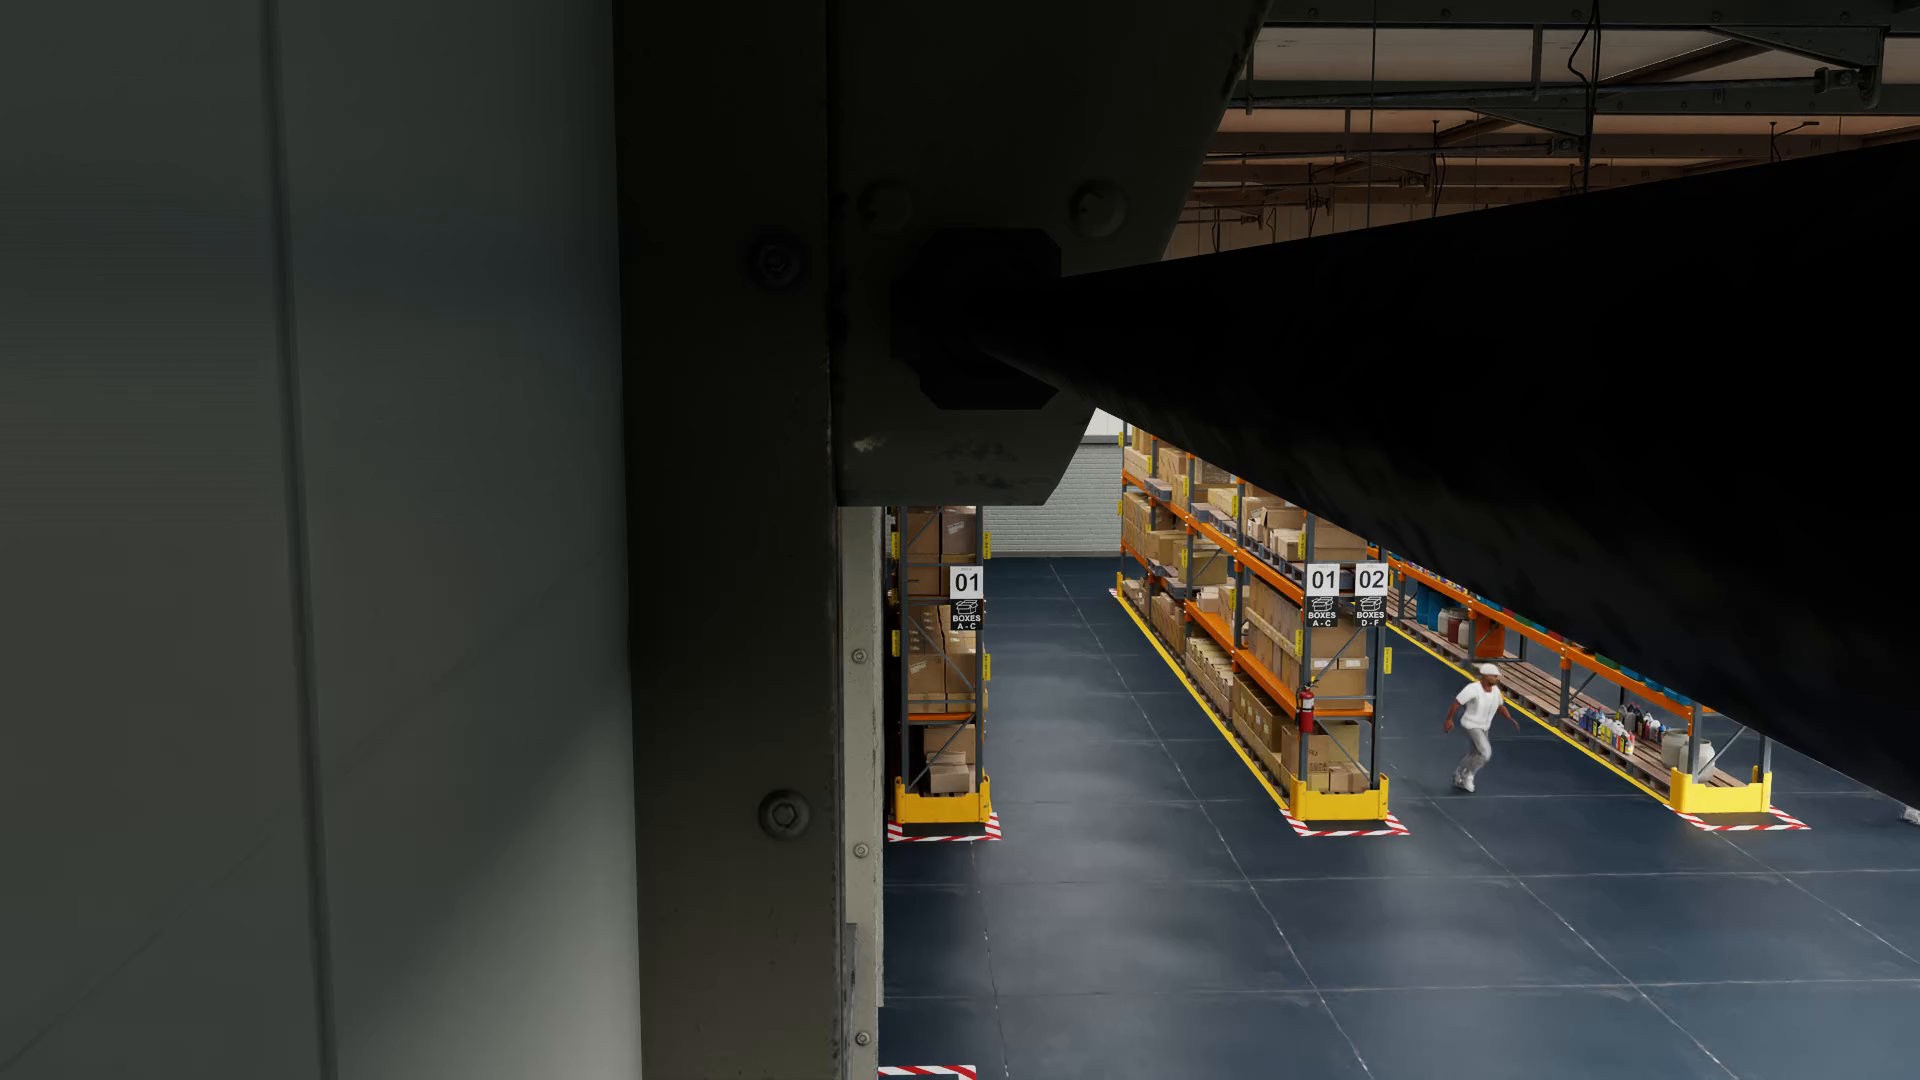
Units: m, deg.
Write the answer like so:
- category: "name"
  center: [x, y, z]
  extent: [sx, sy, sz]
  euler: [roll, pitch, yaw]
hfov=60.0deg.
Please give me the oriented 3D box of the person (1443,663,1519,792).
- category: "person"
  center: [6.807, 2.440, 21.628]
  extent: [0.661, 1.698, 0.820]
  euler: [-7, 10, -39]

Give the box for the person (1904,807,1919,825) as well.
- category: "person"
  center: [12.072, 2.656, 20.392]
  extent: [0.861, 1.689, 0.726]
  euler: [-8, 11, -44]
